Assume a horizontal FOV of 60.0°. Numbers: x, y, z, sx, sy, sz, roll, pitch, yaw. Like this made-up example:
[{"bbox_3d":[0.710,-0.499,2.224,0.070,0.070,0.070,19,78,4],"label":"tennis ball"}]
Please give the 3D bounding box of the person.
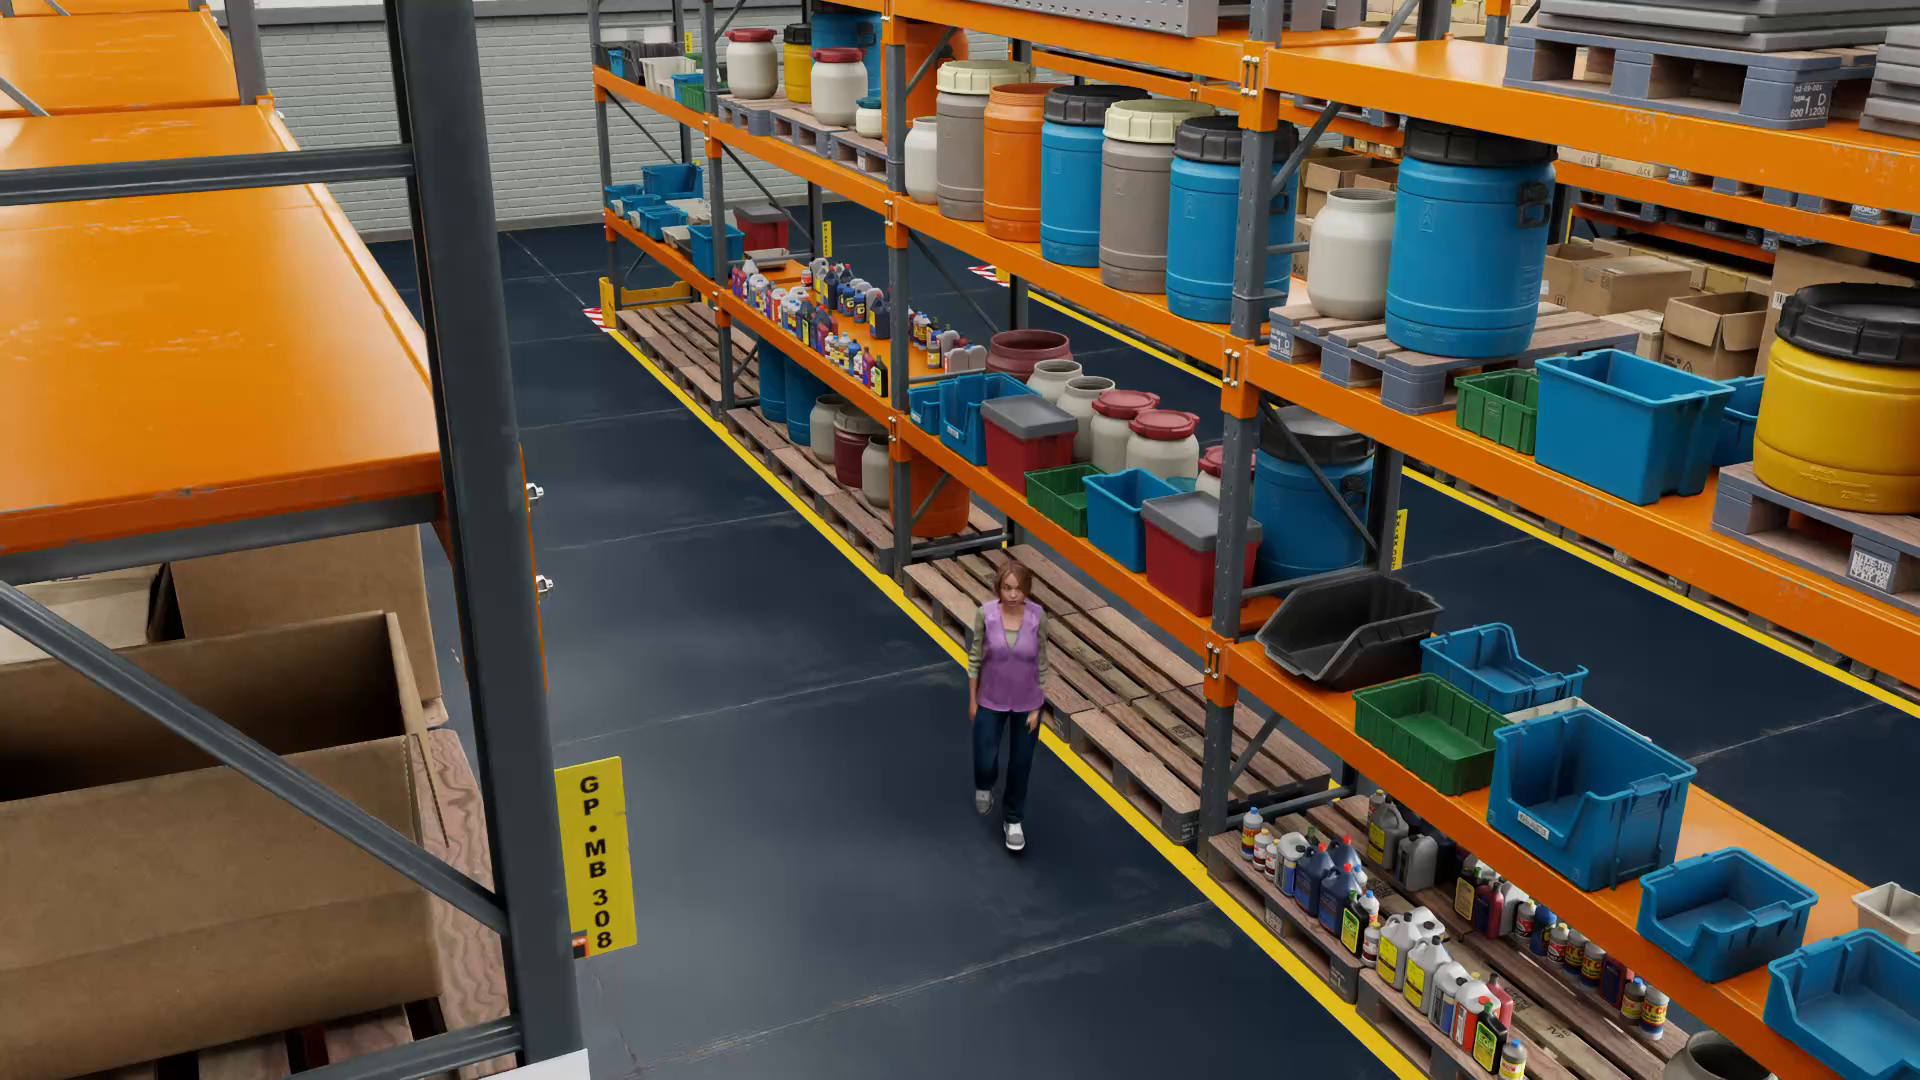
[{"bbox_3d":[0.244,0.839,8.596,0.407,1.580,0.466,-1,22,-2],"label":"person"}]
